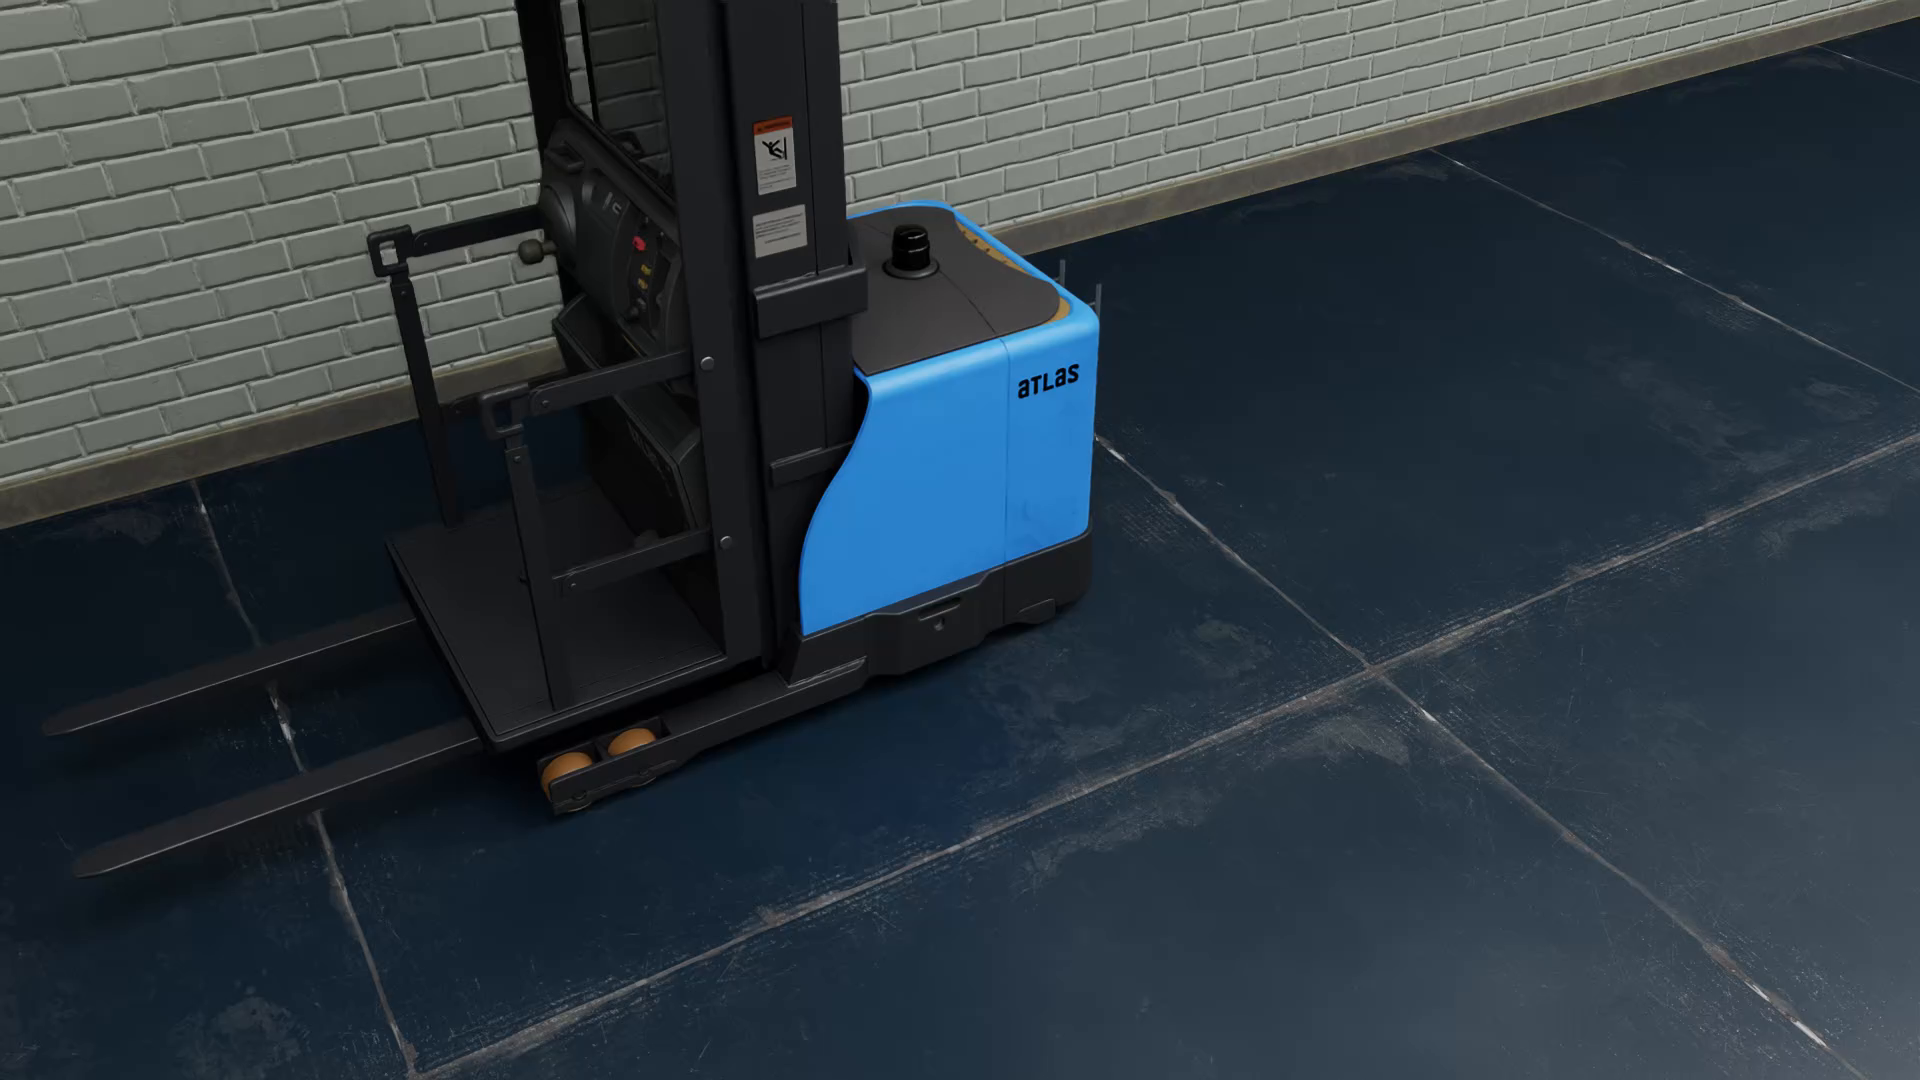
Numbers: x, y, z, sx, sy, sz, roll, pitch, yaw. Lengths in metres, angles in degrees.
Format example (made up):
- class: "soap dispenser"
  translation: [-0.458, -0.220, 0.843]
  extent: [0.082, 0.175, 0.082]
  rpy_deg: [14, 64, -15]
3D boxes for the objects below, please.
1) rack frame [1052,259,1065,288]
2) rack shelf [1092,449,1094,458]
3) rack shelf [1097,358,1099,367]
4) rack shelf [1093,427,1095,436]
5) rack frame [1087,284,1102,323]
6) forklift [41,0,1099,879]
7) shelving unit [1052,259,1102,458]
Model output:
- class: "rack frame"
  translation: [0.245, -0.525, 5.707]
  extent: [0.240, 0.900, 0.006]
  rpy_deg: [-20, 41, -25]
- class: "rack shelf"
  translation: [0.299, -0.302, 5.763]
  extent: [0.258, 0.077, 0.200]
  rpy_deg: [-20, 41, -25]
- class: "rack shelf"
  translation: [0.299, -0.593, 5.550]
  extent: [0.258, 0.077, 0.200]
  rpy_deg: [-20, 41, -25]
- class: "rack shelf"
  translation: [0.299, -0.375, 5.710]
  extent: [0.258, 0.077, 0.200]
  rpy_deg: [-20, 41, -25]
- class: "rack frame"
  translation: [0.353, -0.424, 5.567]
  extent: [0.240, 0.900, 0.006]
  rpy_deg: [-20, 41, -25]
- class: "forklift"
  translation: [-1.106, -0.774, 4.325]
  extent: [3.031, 2.935, 1.130]
  rpy_deg: [-19, 40, -24]
- class: "shelving unit"
  translation: [0.299, -0.475, 5.637]
  extent: [0.258, 0.900, 0.210]
  rpy_deg: [-20, 41, -25]
